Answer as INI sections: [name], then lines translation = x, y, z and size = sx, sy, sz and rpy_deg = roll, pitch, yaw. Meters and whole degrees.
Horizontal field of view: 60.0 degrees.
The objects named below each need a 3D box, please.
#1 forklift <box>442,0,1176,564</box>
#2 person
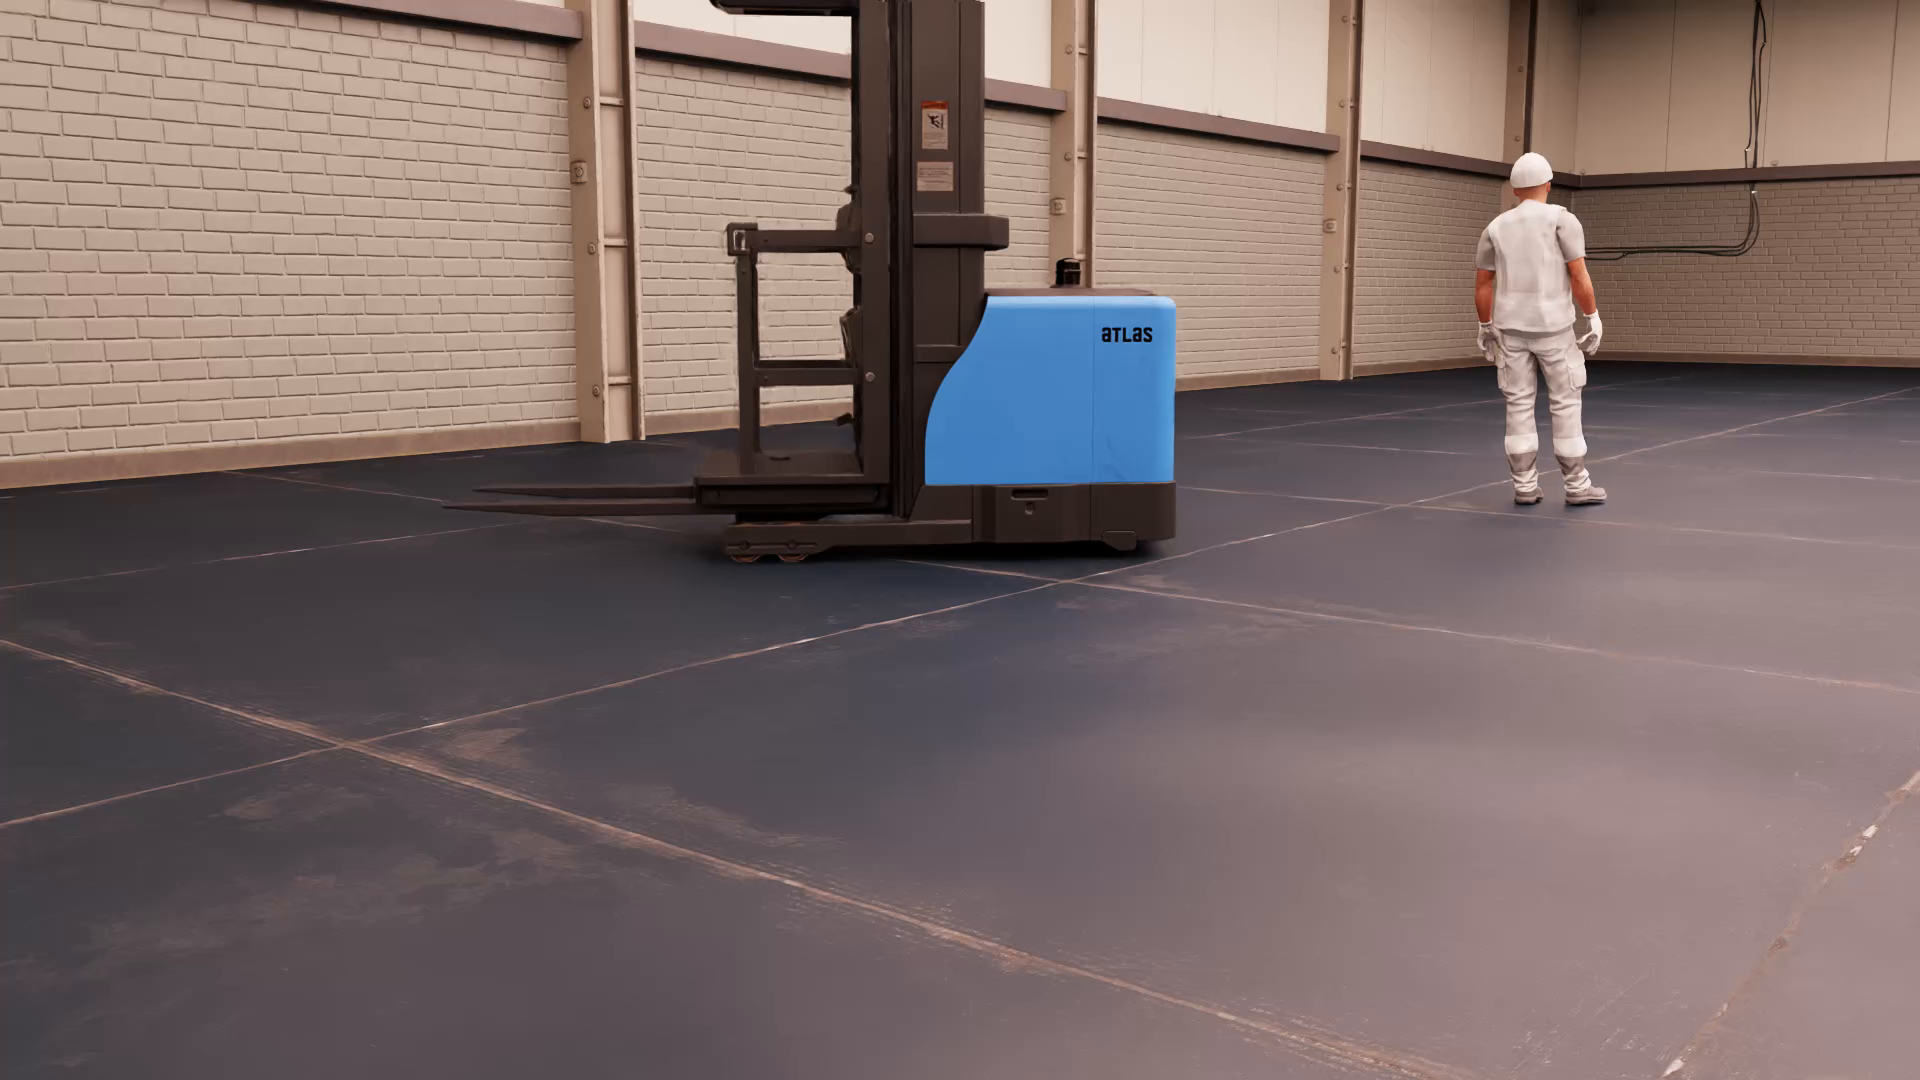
[forklift]
translation = -0.643, -1.434, 7.084
size = 3.031, 2.935, 1.130
rpy_deg = -1, 8, -5
[person]
translation = 3.018, -1.089, 8.621
size = 0.638, 1.787, 0.564
rpy_deg = 7, 11, 40
